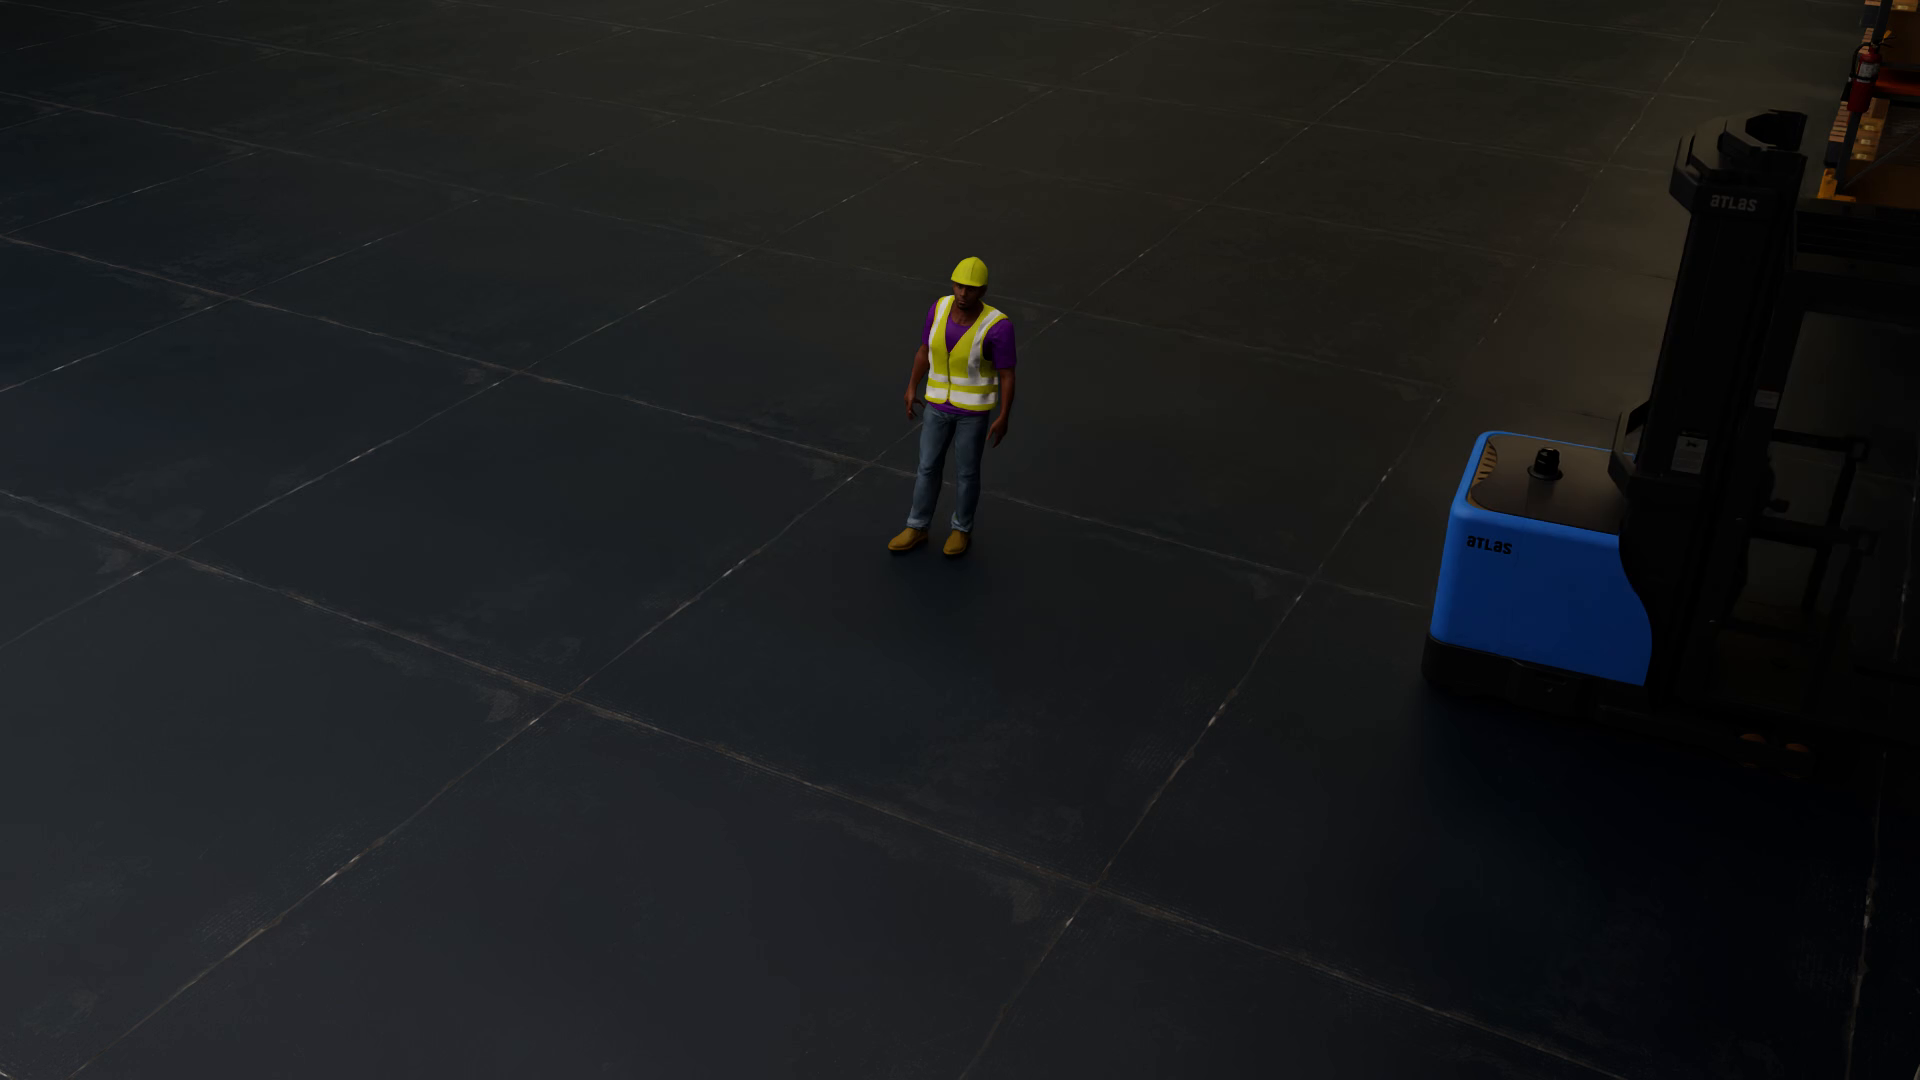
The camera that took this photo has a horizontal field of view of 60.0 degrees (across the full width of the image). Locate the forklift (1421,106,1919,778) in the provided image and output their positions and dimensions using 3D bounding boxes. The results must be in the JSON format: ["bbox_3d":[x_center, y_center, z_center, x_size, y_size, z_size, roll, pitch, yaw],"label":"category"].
[{"bbox_3d":[3.967,-0.425,7.806,3.031,2.935,1.130,12,32,20],"label":"forklift"}]

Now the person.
[{"bbox_3d":[-0.039,-0.742,9.507,0.665,1.768,0.575,15,33,25],"label":"person"}]
